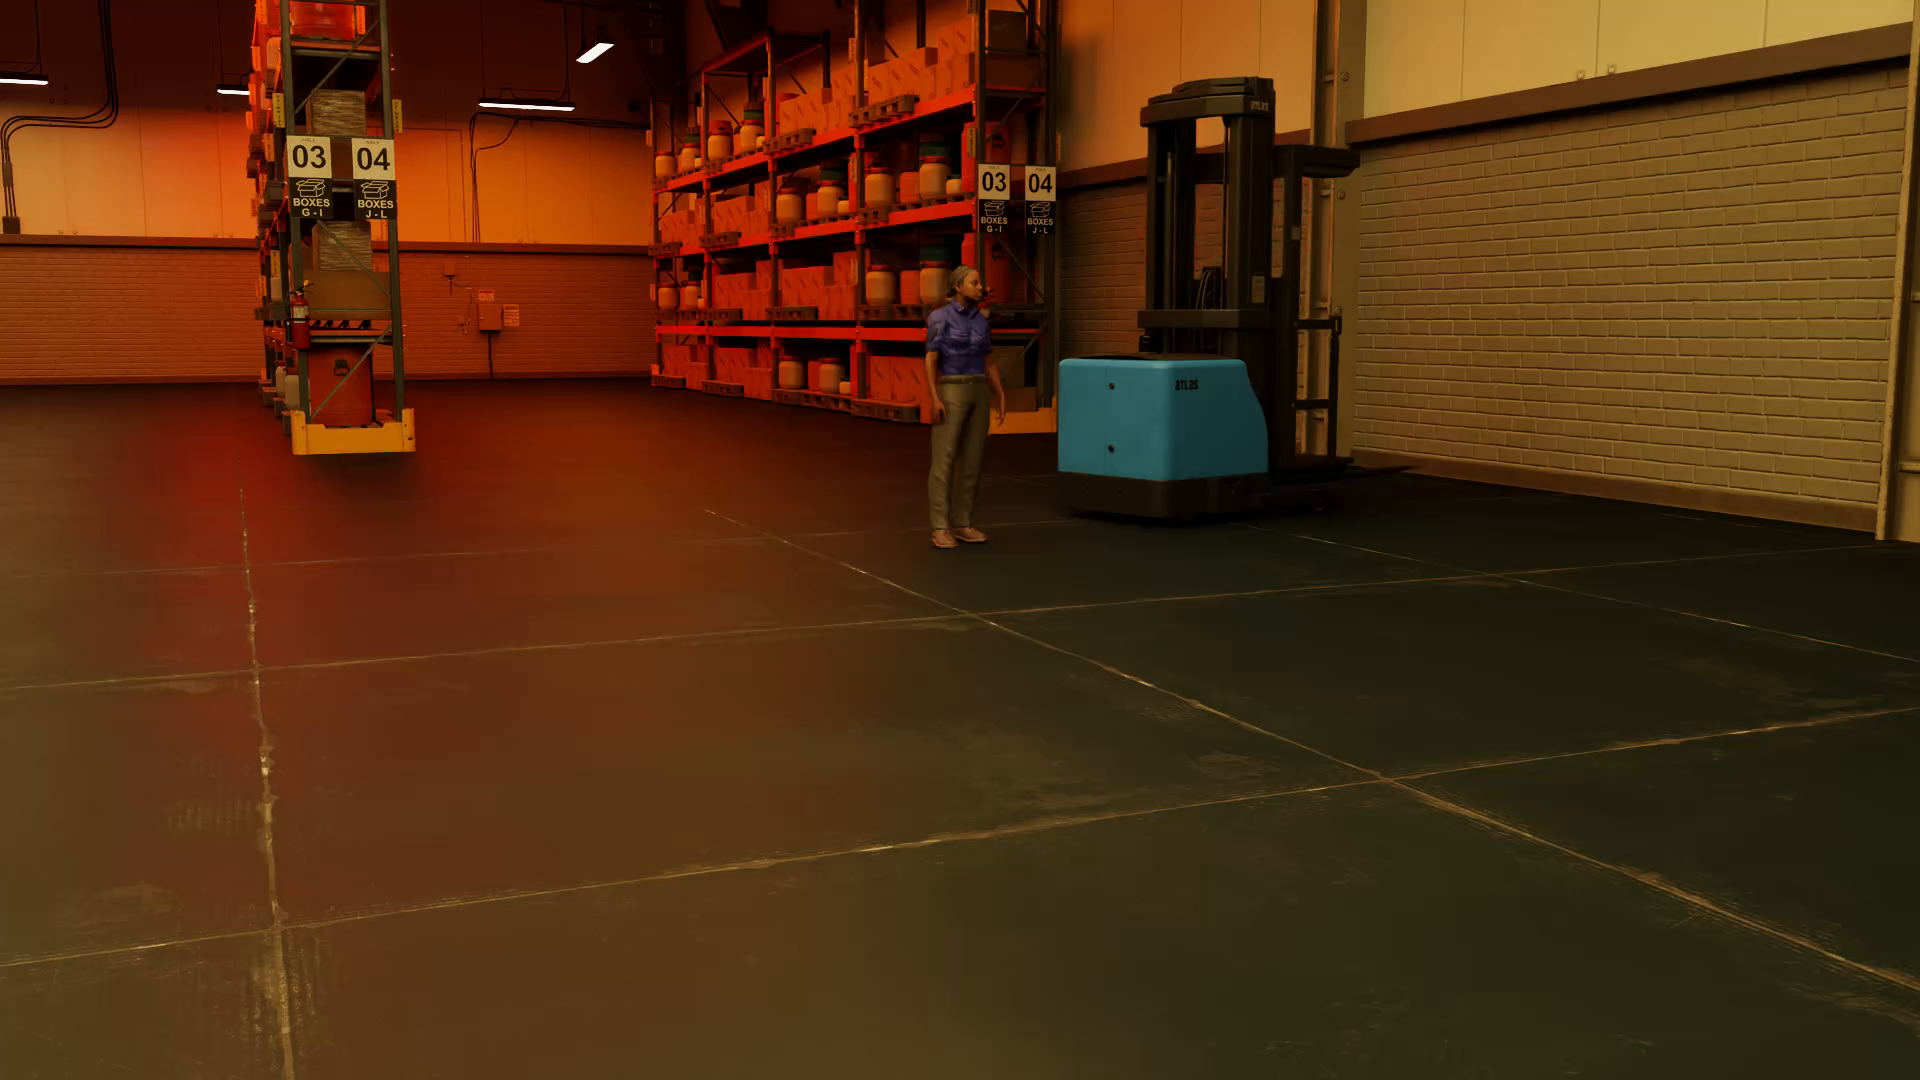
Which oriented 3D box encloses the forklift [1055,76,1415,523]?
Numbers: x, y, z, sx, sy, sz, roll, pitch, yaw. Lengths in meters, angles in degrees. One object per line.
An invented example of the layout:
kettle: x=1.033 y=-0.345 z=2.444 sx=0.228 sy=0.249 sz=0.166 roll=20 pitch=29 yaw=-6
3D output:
forklift: x=2.102 y=-1.696 z=11.805 sx=3.031 sy=2.935 sz=1.130 roll=-6 pitch=10 yaw=-40

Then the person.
person: x=0.029 y=-0.811 z=9.971 sx=0.630 sy=1.658 sz=0.412 roll=-7 pitch=10 yaw=-41
